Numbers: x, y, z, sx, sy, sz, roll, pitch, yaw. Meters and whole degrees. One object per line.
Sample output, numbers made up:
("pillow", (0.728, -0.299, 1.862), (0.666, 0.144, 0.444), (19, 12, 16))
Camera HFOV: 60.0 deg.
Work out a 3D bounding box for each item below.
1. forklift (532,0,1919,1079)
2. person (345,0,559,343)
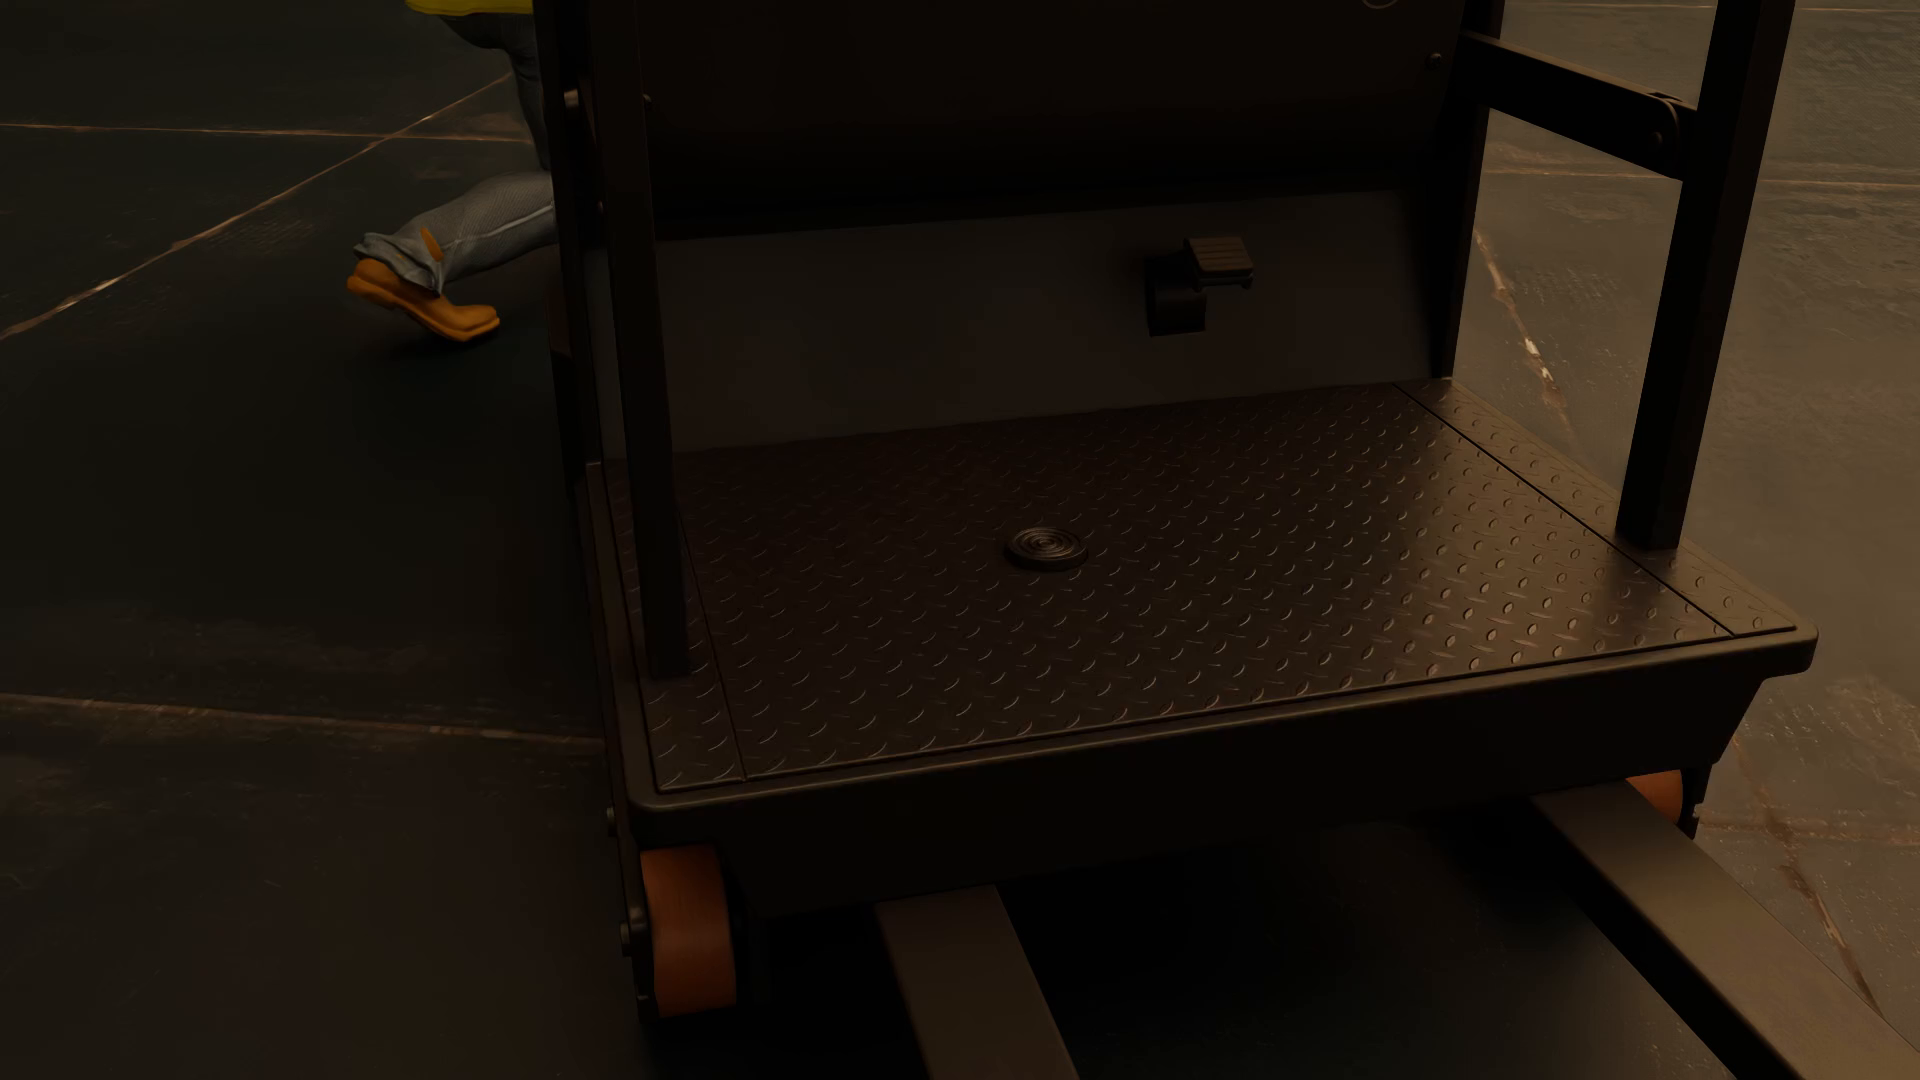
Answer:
("forklift", (0.153, -1.049, 1.319), (1.130, 2.935, 3.031), (-7, 27, -13))
("person", (-1.135, -1.218, 3.306), (0.998, 1.474, 0.968), (8, 28, 15))
